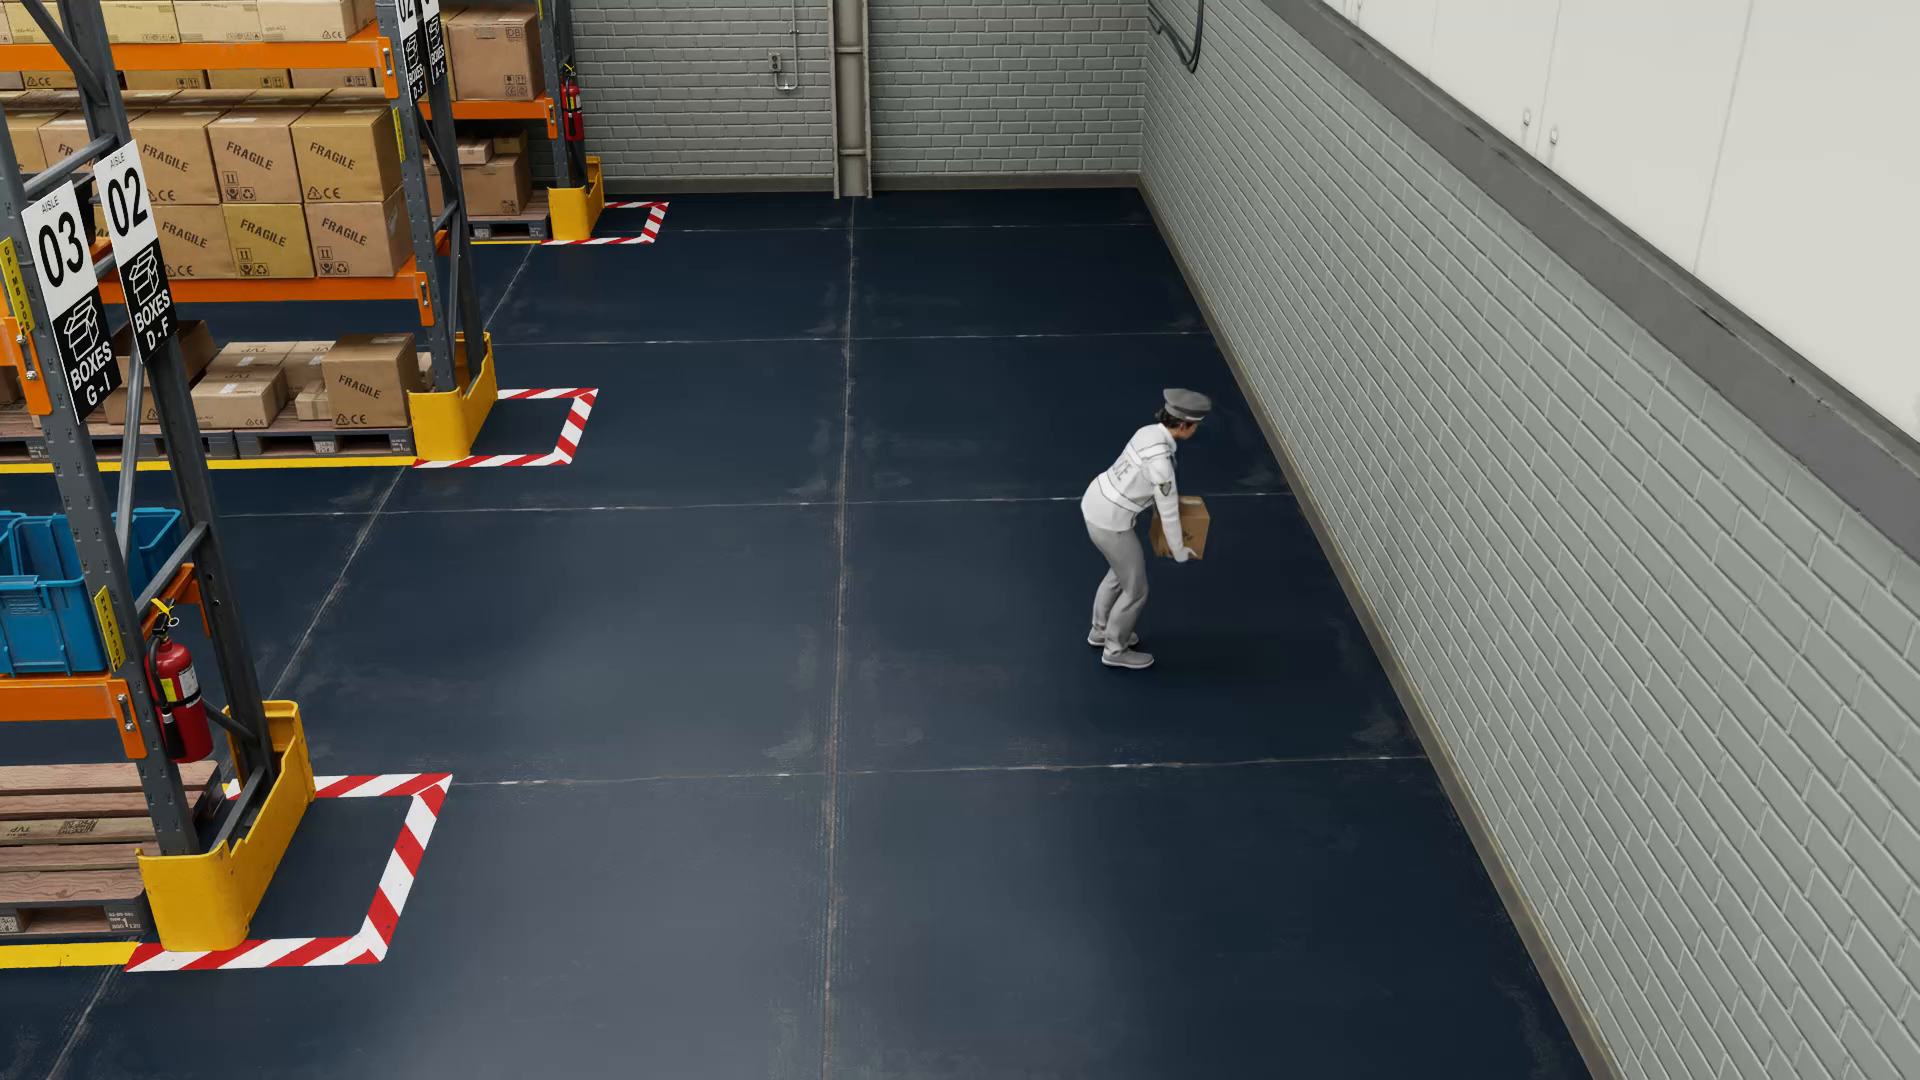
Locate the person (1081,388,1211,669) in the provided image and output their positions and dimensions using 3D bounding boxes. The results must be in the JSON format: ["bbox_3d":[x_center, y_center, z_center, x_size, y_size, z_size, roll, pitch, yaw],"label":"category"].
[{"bbox_3d":[0.968,-0.059,8.862,0.648,1.552,0.411,-2,28,-4],"label":"person"}]
